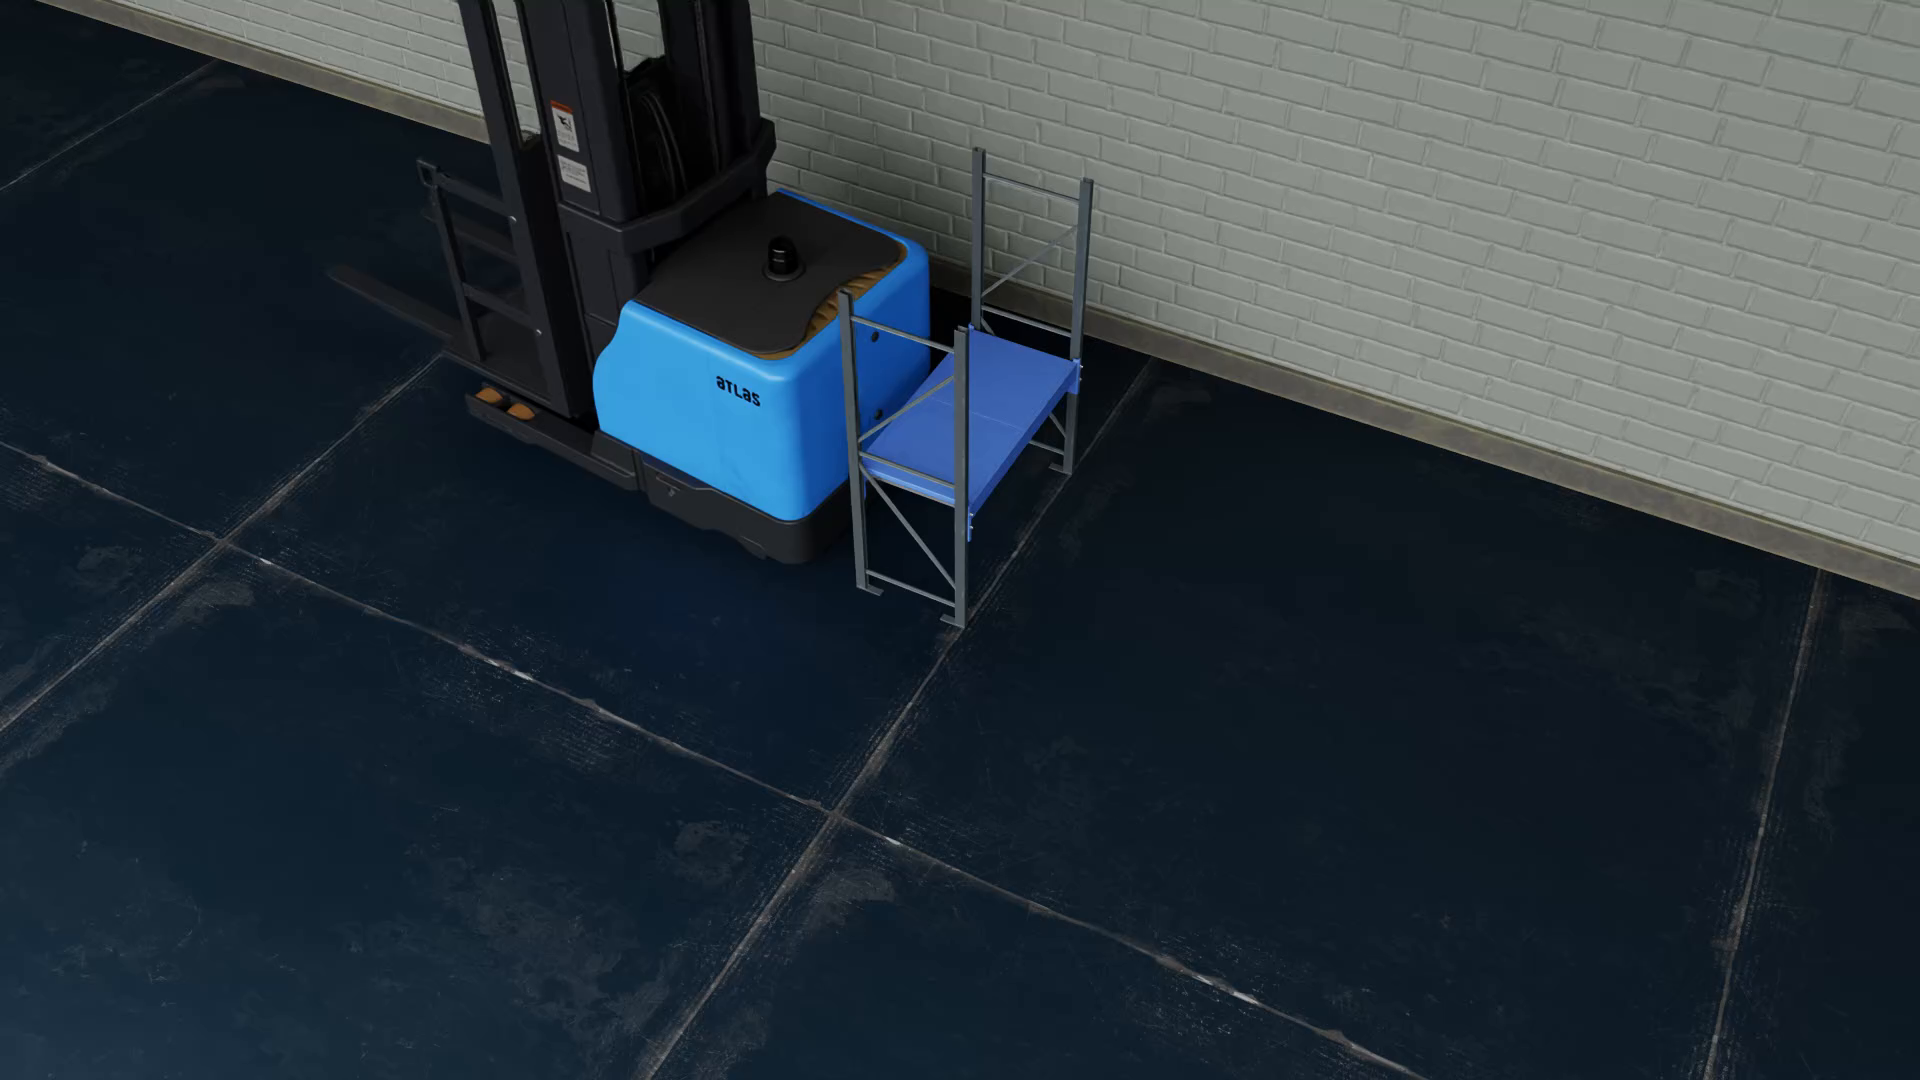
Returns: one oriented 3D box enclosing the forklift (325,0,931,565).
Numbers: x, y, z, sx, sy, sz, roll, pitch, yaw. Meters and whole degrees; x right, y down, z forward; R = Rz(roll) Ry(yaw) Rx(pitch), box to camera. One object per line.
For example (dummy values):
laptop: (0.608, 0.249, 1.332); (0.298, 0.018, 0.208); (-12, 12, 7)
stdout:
forklift: (-1.615, -1.761, 6.710); (3.031, 2.935, 1.130); (26, 51, 23)

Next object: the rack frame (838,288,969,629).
rack frame: (-0.196, -0.261, 6.233); (0.500, 1.500, 0.032); (20, 49, 19)

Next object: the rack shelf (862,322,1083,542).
rack shelf: (0.040, -0.455, 6.678); (0.538, 0.185, 1.000); (20, 49, 19)

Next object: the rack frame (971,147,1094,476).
rack frame: (0.276, -0.901, 6.866); (0.500, 1.500, 0.032); (20, 49, 19)

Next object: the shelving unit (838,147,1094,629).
shelving unit: (0.040, -0.581, 6.550); (0.538, 1.500, 1.048); (20, 49, 19)
